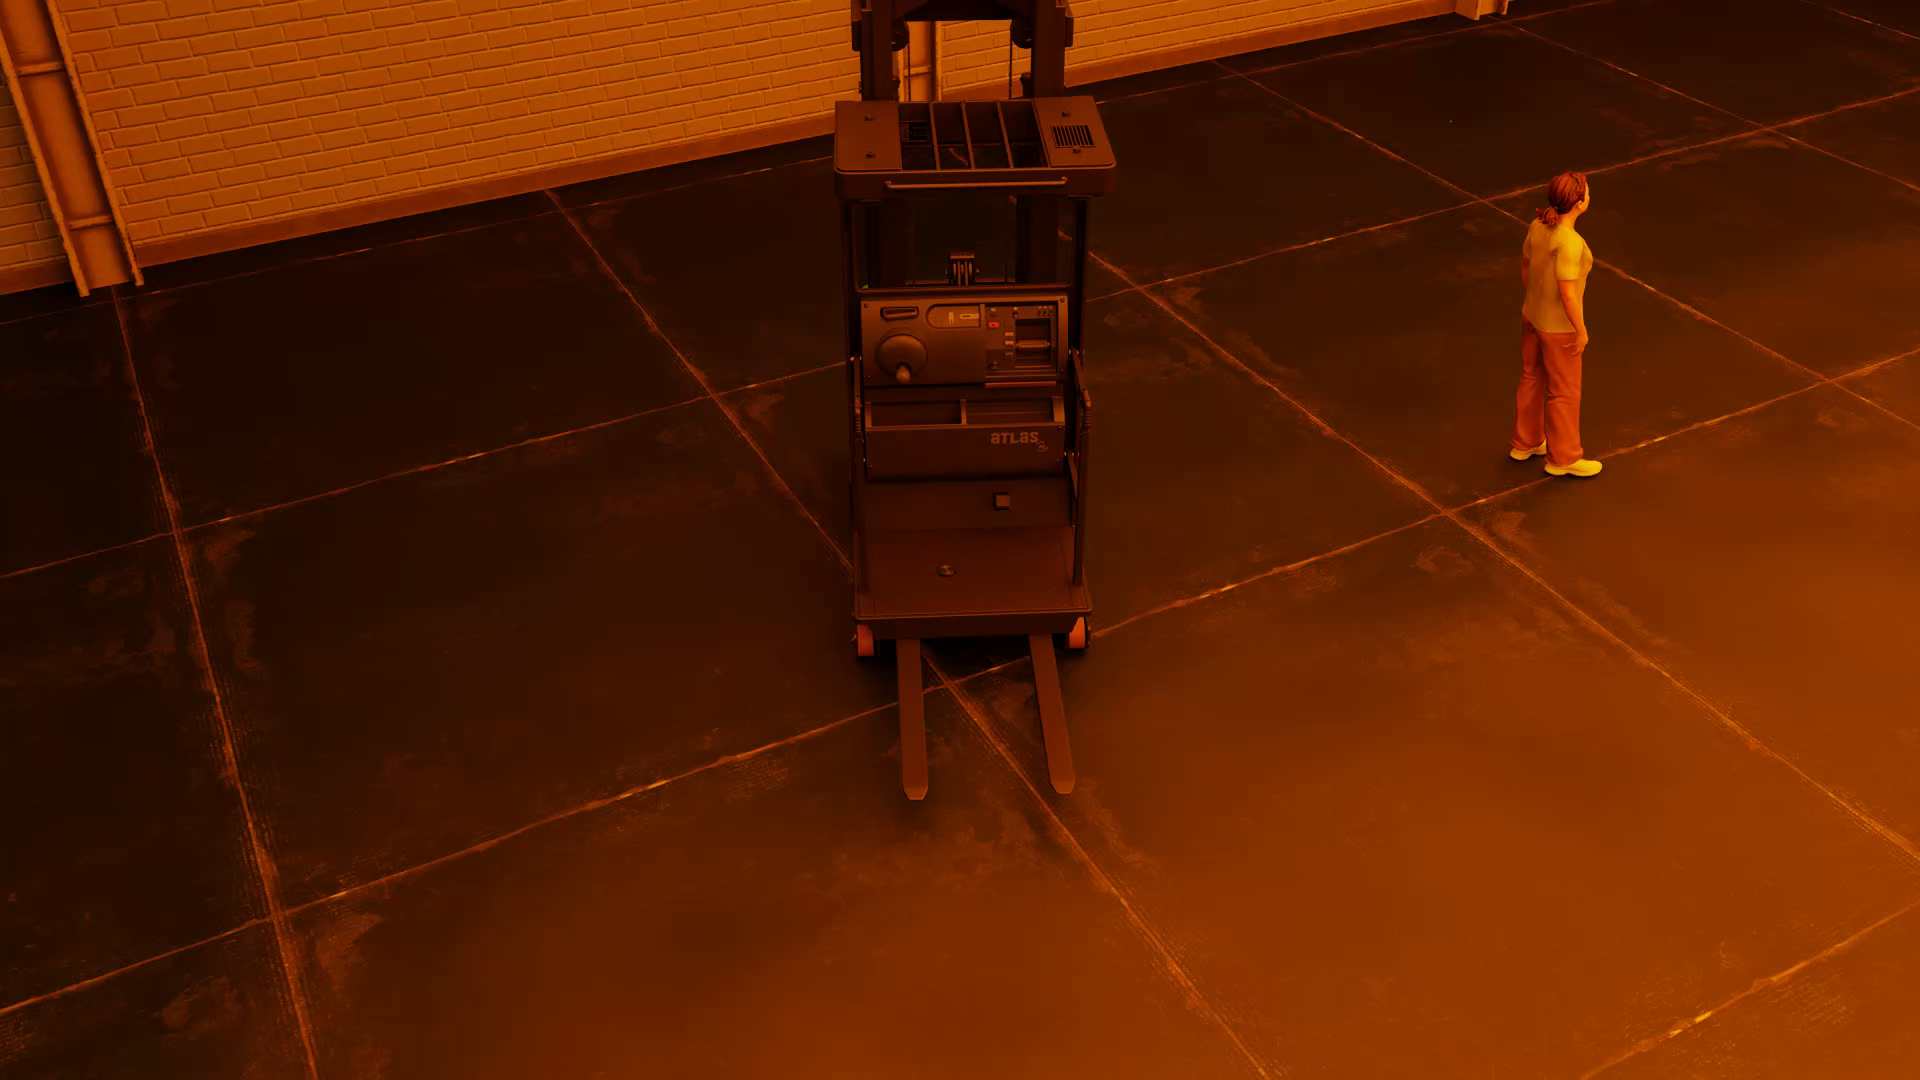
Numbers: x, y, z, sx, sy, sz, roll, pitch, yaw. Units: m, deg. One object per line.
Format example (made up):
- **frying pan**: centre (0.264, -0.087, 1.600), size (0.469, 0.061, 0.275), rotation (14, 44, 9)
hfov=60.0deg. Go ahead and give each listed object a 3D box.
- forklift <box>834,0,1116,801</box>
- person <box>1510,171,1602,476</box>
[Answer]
- **forklift**: centre (0.036, -0.839, 7.309), size (1.130, 2.935, 3.031), rotation (-2, 35, -3)
- **person**: centre (3.213, -1.159, 8.837), size (0.550, 1.676, 0.554), rotation (-7, 36, -10)
